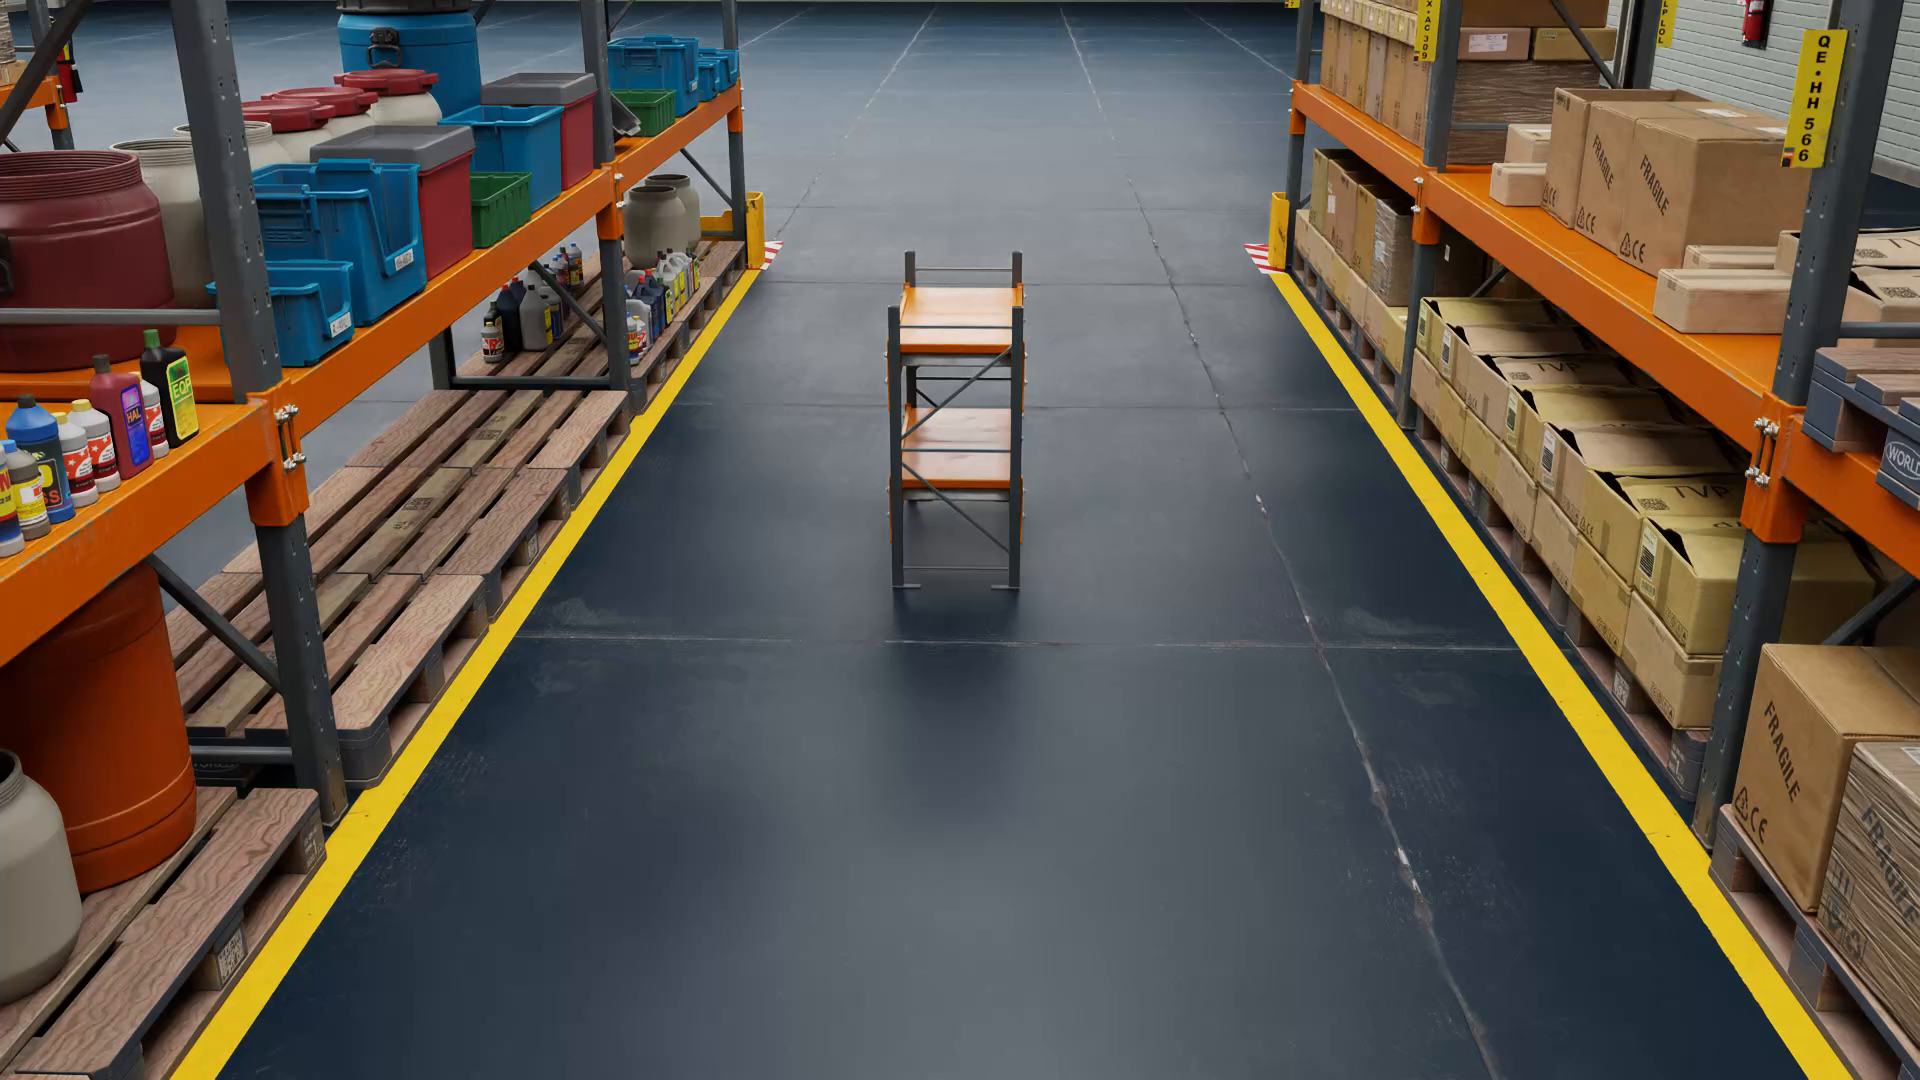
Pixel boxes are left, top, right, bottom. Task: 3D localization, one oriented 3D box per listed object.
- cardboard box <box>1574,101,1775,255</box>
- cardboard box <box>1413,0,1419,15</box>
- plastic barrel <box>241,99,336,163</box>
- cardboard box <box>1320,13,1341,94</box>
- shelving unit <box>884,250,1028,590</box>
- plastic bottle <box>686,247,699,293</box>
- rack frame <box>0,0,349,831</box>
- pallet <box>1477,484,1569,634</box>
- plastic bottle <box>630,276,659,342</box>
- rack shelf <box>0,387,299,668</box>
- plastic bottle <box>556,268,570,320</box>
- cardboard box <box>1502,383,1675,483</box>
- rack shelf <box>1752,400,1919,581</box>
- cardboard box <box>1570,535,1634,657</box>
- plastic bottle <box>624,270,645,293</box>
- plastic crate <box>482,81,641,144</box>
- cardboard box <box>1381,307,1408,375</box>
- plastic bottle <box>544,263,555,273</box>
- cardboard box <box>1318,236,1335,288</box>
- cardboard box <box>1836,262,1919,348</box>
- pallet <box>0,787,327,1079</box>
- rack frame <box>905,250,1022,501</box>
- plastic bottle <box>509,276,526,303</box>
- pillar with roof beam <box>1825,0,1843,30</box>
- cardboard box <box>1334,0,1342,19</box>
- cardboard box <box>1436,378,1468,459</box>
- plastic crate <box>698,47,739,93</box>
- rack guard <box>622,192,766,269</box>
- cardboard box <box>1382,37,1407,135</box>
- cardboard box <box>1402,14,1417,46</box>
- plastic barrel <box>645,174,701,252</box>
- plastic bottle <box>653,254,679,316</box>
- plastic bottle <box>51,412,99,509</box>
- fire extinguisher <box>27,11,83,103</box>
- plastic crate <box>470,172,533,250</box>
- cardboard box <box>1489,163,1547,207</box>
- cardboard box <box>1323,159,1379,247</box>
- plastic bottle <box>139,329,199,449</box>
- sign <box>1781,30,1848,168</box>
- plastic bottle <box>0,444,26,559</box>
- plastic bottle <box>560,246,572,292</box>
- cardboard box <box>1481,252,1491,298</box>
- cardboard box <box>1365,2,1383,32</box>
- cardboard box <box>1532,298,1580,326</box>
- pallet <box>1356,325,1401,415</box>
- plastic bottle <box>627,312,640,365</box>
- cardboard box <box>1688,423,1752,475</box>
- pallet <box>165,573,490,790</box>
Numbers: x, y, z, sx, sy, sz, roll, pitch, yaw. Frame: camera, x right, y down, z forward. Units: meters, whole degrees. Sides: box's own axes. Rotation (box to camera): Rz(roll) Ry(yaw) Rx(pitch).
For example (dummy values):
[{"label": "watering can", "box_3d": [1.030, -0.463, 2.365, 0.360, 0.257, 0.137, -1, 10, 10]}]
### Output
[{"label": "cardboard box", "box_3d": [2.678, -1.368, 6.270, 0.500, 0.500, 0.500, 1, 21, 2]}, {"label": "cardboard box", "box_3d": [2.770, -2.965, 8.592, 0.700, 0.500, 0.500, 1, 21, 1]}, {"label": "plastic barrel", "box_3d": [-2.486, -1.324, 6.108, 0.433, 0.535, 0.433, 0, 21, 0]}, {"label": "cardboard box", "box_3d": [2.843, -3.295, 11.235, 0.700, 0.500, 0.500, 1, 21, 2]}, {"label": "shelving unit", "box_3d": [0.000, -0.522, 6.819, 0.538, 1.125, 1.048, 1, 21, 2]}, {"label": "plastic bottle", "box_3d": [-1.684, -1.700, 10.410, 0.061, 0.283, 0.133, 1, 21, 3]}, {"label": "rack frame", "box_3d": [-2.324, -0.580, 4.377, 1.000, 3.000, 0.127, 1, 21, 2]}, {"label": "pallet", "box_3d": [2.731, 0.039, 6.637, 1.003, 0.211, 1.213, 1, 21, 2]}, {"label": "plastic bottle", "box_3d": [-1.763, -1.284, 9.244, 0.144, 0.351, 0.185, 1, 21, 3]}, {"label": "rack shelf", "box_3d": [-2.385, 0.479, 2.644, 1.077, 0.370, 4.000, 1, 21, 2]}, {"label": "plastic bottle", "box_3d": [-2.340, -1.445, 9.753, 0.061, 0.283, 0.133, 1, 21, 2]}, {"label": "cardboard box", "box_3d": [2.441, -0.443, 6.470, 0.500, 0.311, 0.500, 1, 21, 3]}, {"label": "rack shelf", "box_3d": [2.566, 0.534, 2.500, 1.077, 0.370, 4.000, 1, 21, 2]}, {"label": "cardboard box", "box_3d": [2.411, 0.183, 5.632, 0.500, 0.250, 0.500, 0, 21, 1]}, {"label": "plastic bottle", "box_3d": [-1.893, -1.463, 9.811, 0.152, 0.276, 0.135, 1, 21, 2]}, {"label": "plastic crate", "box_3d": [-2.059, -2.185, 8.600, 0.767, 0.338, 0.504, 1, 21, 2]}, {"label": "cardboard box", "box_3d": [2.544, -1.054, 8.820, 0.500, 0.250, 0.500, 1, 21, 2]}, {"label": "plastic bottle", "box_3d": [-2.467, -1.520, 9.964, 0.097, 0.271, 0.097, 0, 21, 0]}, {"label": "cardboard box", "box_3d": [2.604, -1.778, 10.684, 0.500, 0.250, 0.500, 1, 21, 2]}, {"label": "cardboard box", "box_3d": [2.681, -0.614, 4.587, 0.500, 0.311, 0.500, 2, 21, 5]}, {"label": "pallet", "box_3d": [-2.307, 1.006, 4.146, 1.003, 0.211, 1.213, 1, 21, 2]}, {"label": "rack frame", "box_3d": [0.015, -0.706, 7.293, 0.500, 1.125, 0.032, 1, 21, 2]}, {"label": "plastic bottle", "box_3d": [-2.465, -1.302, 9.291, 0.144, 0.351, 0.185, 0, 21, -1]}, {"label": "pillar with roof beam", "box_3d": [4.544, -8.115, 15.502, 9.100, 9.000, 0.400, 1, 21, 2]}, {"label": "cardboard box", "box_3d": [2.629, -3.441, 10.714, 0.380, 0.149, 0.250, 1, 21, 2]}, {"label": "cardboard box", "box_3d": [2.472, -0.556, 7.537, 0.500, 0.250, 0.500, 1, 21, 3]}, {"label": "plastic crate", "box_3d": [-1.797, -3.219, 11.384, 0.499, 0.251, 0.616, 1, 21, 2]}, {"label": "rack guard", "box_3d": [-2.036, -2.279, 12.212, 1.175, 0.500, 0.348, 1, 21, 2]}, {"label": "cardboard box", "box_3d": [2.784, -2.550, 9.315, 0.700, 0.500, 0.500, 1, 21, 2]}, {"label": "cardboard box", "box_3d": [2.565, -2.699, 8.804, 0.380, 0.149, 0.250, 1, 21, 2]}, {"label": "plastic barrel", "box_3d": [-2.024, -2.270, 11.590, 0.421, 0.512, 0.421, 0, 21, 0]}, {"label": "plastic bottle", "box_3d": [-1.745, -1.506, 9.817, 0.144, 0.351, 0.185, 0, 21, 1]}, {"label": "plastic bottle", "box_3d": [-1.942, -0.176, 3.611, 0.097, 0.201, 0.097, 0, 21, 0]}, {"label": "fire extinguisher", "box_3d": [-6.567, -3.527, 12.080, 0.296, 0.674, 0.183, 1, 21, 2]}, {"label": "plastic crate", "box_3d": [-1.973, -1.295, 6.512, 0.450, 0.188, 0.662, 1, 21, 2]}, {"label": "cardboard box", "box_3d": [2.517, -1.535, 7.186, 0.380, 0.149, 0.250, 1, 21, 2]}, {"label": "cardboard box", "box_3d": [2.616, -2.127, 10.548, 0.500, 0.500, 0.500, 1, 21, 2]}, {"label": "plastic bottle", "box_3d": [-1.910, -0.375, 4.009, 0.061, 0.283, 0.133, 1, 21, 2]}, {"label": "sign", "box_3d": [2.072, -1.069, 4.036, 0.100, 0.325, 0.005, 1, 21, 2]}, {"label": "plastic bottle", "box_3d": [-1.951, -0.103, 3.326, 0.097, 0.271, 0.097, 0, 21, 0]}, {"label": "plastic bottle", "box_3d": [-2.473, -1.678, 10.353, 0.061, 0.283, 0.133, 1, 21, 3]}, {"label": "cardboard box", "box_3d": [3.083, -1.579, 9.136, 0.500, 0.500, 0.500, 1, 21, 2]}, {"label": "cardboard box", "box_3d": [2.595, -3.070, 9.761, 0.380, 0.149, 0.250, 1, 21, 2]}, {"label": "cardboard box", "box_3d": [3.023, -0.996, 7.895, 0.500, 0.311, 0.500, 1, 21, 2]}, {"label": "pallet", "box_3d": [2.814, -0.958, 9.205, 1.003, 0.211, 1.213, 1, 21, 2]}, {"label": "plastic bottle", "box_3d": [-1.755, -1.070, 8.803, 0.097, 0.271, 0.097, 0, 21, 0]}, {"label": "cardboard box", "box_3d": [2.962, -0.260, 5.998, 0.500, 0.311, 0.500, 0, 21, 0]}, {"label": "pallet", "box_3d": [-2.262, 0.440, 5.602, 1.003, 0.211, 1.213, 1, 21, 2]}]
